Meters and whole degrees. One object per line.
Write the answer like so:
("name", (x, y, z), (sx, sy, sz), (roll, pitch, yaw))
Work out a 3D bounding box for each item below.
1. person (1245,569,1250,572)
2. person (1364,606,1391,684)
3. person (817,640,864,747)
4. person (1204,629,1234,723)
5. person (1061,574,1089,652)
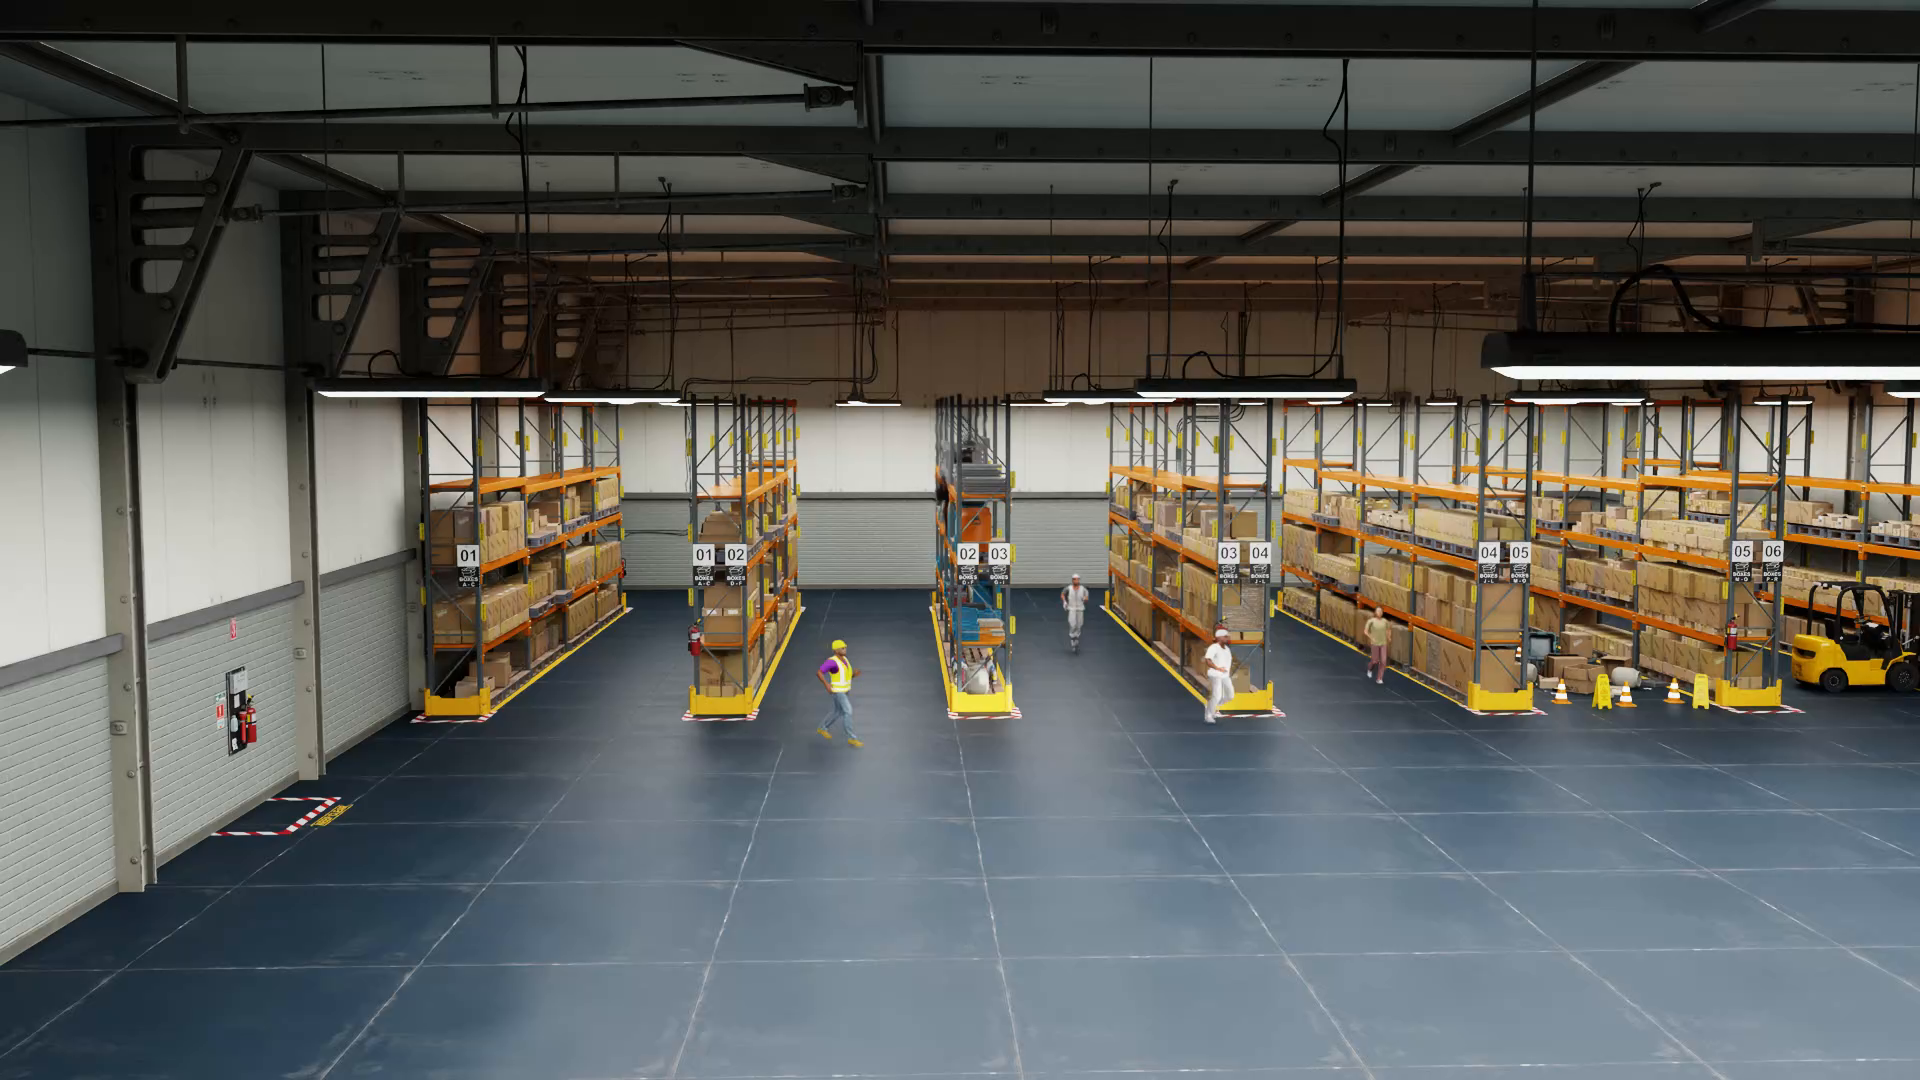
("person", (8.009, 1.224, 46.247), (0.711, 1.733, 0.664), (0, 5, 3))
("person", (8.736, 2.177, 34.739), (0.580, 1.619, 0.625), (0, 5, -5))
("person", (-2.037, 2.589, 28.285), (0.935, 1.780, 0.692), (2, 5, 19))
("person", (4.769, 2.479, 30.370), (0.769, 1.699, 0.534), (-4, 6, -44))
("person", (2.750, 1.724, 39.470), (0.631, 1.844, 0.735), (0, 5, -6))
